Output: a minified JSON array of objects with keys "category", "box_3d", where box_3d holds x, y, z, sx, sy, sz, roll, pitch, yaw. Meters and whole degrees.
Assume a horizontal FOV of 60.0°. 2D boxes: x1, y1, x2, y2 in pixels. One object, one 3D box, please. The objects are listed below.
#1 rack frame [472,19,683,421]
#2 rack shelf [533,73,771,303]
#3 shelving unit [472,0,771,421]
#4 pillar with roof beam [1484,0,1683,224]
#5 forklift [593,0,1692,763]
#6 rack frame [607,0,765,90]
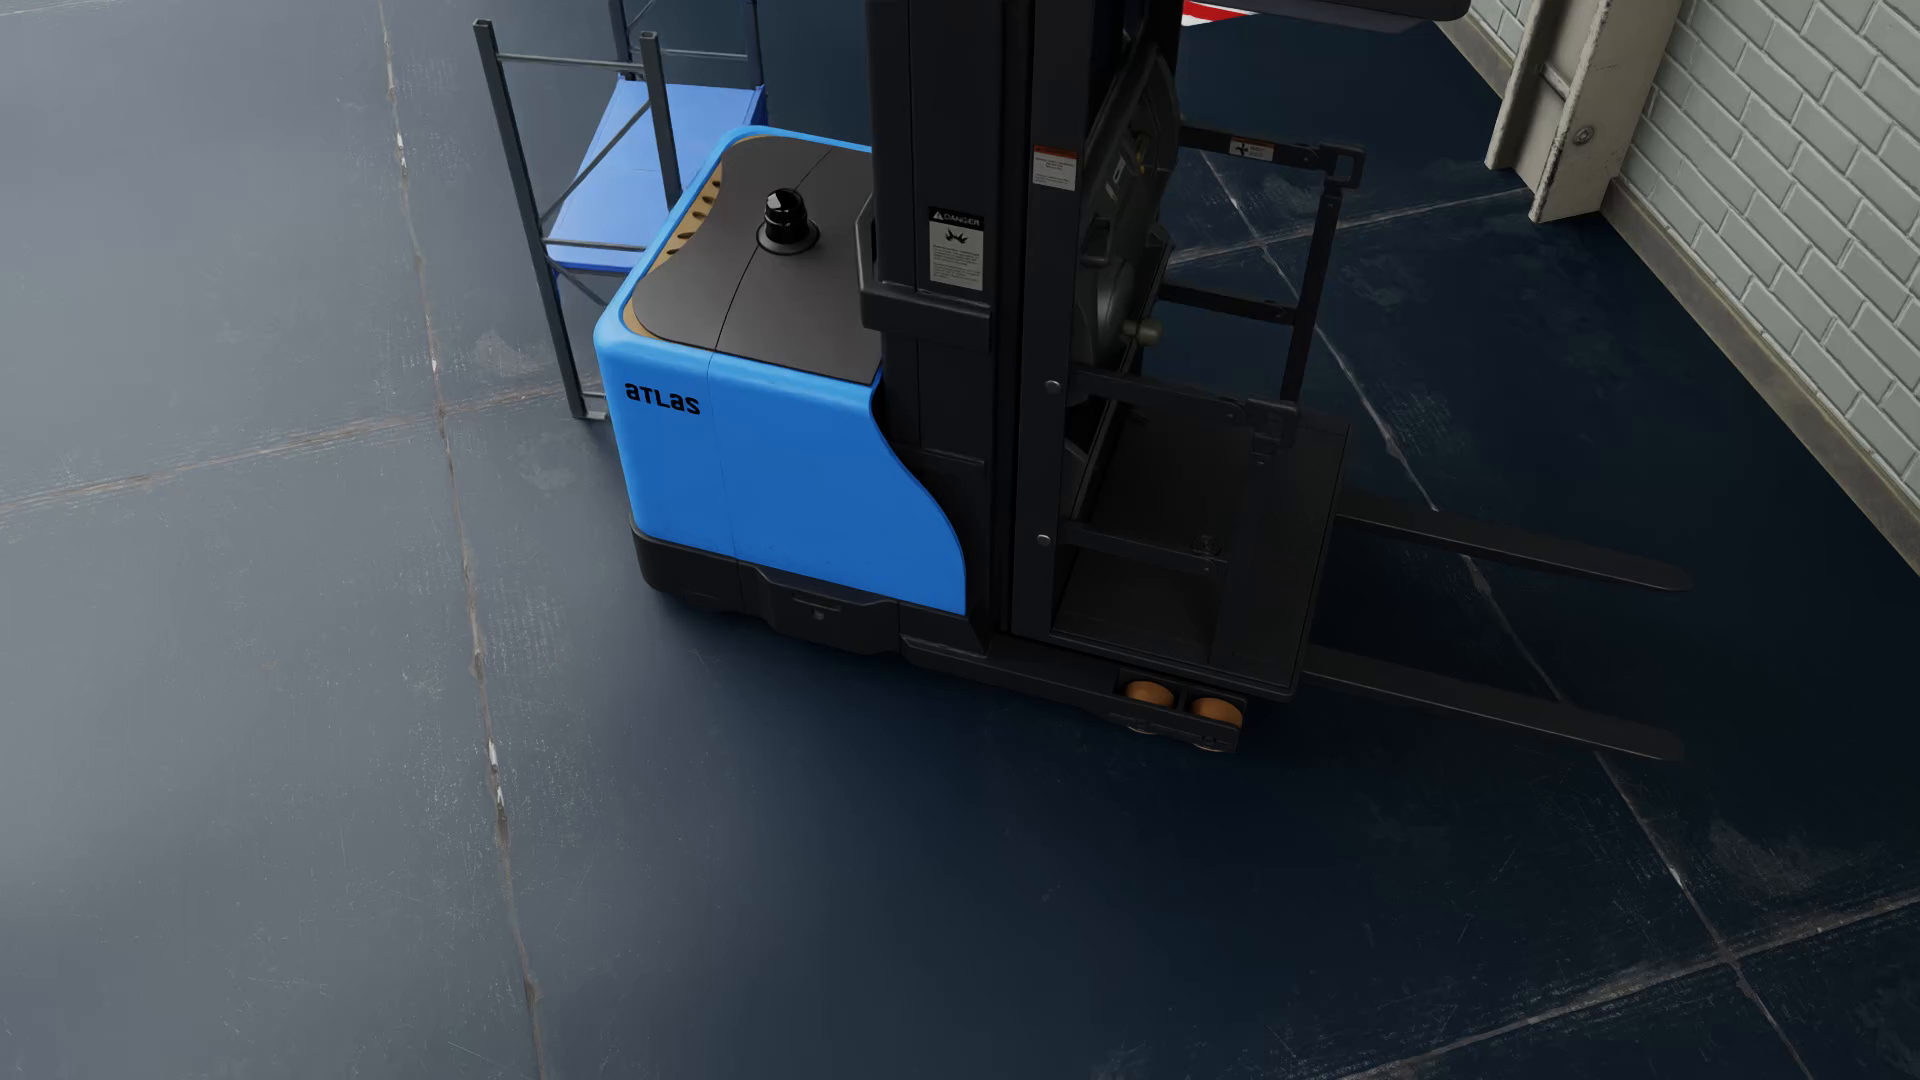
[{"category":"rack frame","box_3d":[-1.056,-0.882,5.012,0.500,1.500,0.032,6,50,5]},{"category":"rack shelf","box_3d":[-0.990,-1.151,5.475,0.538,0.185,1.000,6,50,5]},{"category":"shelving unit","box_3d":[-0.990,-1.267,5.337,0.538,1.500,1.048,6,50,5]},{"category":"pillar with roof beam","box_3d":[-1.862,-3.296,2.143,9.100,9.000,0.400,-13,51,-11]},{"category":"forklift","box_3d":[0.599,-0.801,4.008,3.031,2.935,1.130,14,51,11]},{"category":"rack frame","box_3d":[-0.923,-1.652,5.662,0.500,1.500,0.032,6,50,5]}]
